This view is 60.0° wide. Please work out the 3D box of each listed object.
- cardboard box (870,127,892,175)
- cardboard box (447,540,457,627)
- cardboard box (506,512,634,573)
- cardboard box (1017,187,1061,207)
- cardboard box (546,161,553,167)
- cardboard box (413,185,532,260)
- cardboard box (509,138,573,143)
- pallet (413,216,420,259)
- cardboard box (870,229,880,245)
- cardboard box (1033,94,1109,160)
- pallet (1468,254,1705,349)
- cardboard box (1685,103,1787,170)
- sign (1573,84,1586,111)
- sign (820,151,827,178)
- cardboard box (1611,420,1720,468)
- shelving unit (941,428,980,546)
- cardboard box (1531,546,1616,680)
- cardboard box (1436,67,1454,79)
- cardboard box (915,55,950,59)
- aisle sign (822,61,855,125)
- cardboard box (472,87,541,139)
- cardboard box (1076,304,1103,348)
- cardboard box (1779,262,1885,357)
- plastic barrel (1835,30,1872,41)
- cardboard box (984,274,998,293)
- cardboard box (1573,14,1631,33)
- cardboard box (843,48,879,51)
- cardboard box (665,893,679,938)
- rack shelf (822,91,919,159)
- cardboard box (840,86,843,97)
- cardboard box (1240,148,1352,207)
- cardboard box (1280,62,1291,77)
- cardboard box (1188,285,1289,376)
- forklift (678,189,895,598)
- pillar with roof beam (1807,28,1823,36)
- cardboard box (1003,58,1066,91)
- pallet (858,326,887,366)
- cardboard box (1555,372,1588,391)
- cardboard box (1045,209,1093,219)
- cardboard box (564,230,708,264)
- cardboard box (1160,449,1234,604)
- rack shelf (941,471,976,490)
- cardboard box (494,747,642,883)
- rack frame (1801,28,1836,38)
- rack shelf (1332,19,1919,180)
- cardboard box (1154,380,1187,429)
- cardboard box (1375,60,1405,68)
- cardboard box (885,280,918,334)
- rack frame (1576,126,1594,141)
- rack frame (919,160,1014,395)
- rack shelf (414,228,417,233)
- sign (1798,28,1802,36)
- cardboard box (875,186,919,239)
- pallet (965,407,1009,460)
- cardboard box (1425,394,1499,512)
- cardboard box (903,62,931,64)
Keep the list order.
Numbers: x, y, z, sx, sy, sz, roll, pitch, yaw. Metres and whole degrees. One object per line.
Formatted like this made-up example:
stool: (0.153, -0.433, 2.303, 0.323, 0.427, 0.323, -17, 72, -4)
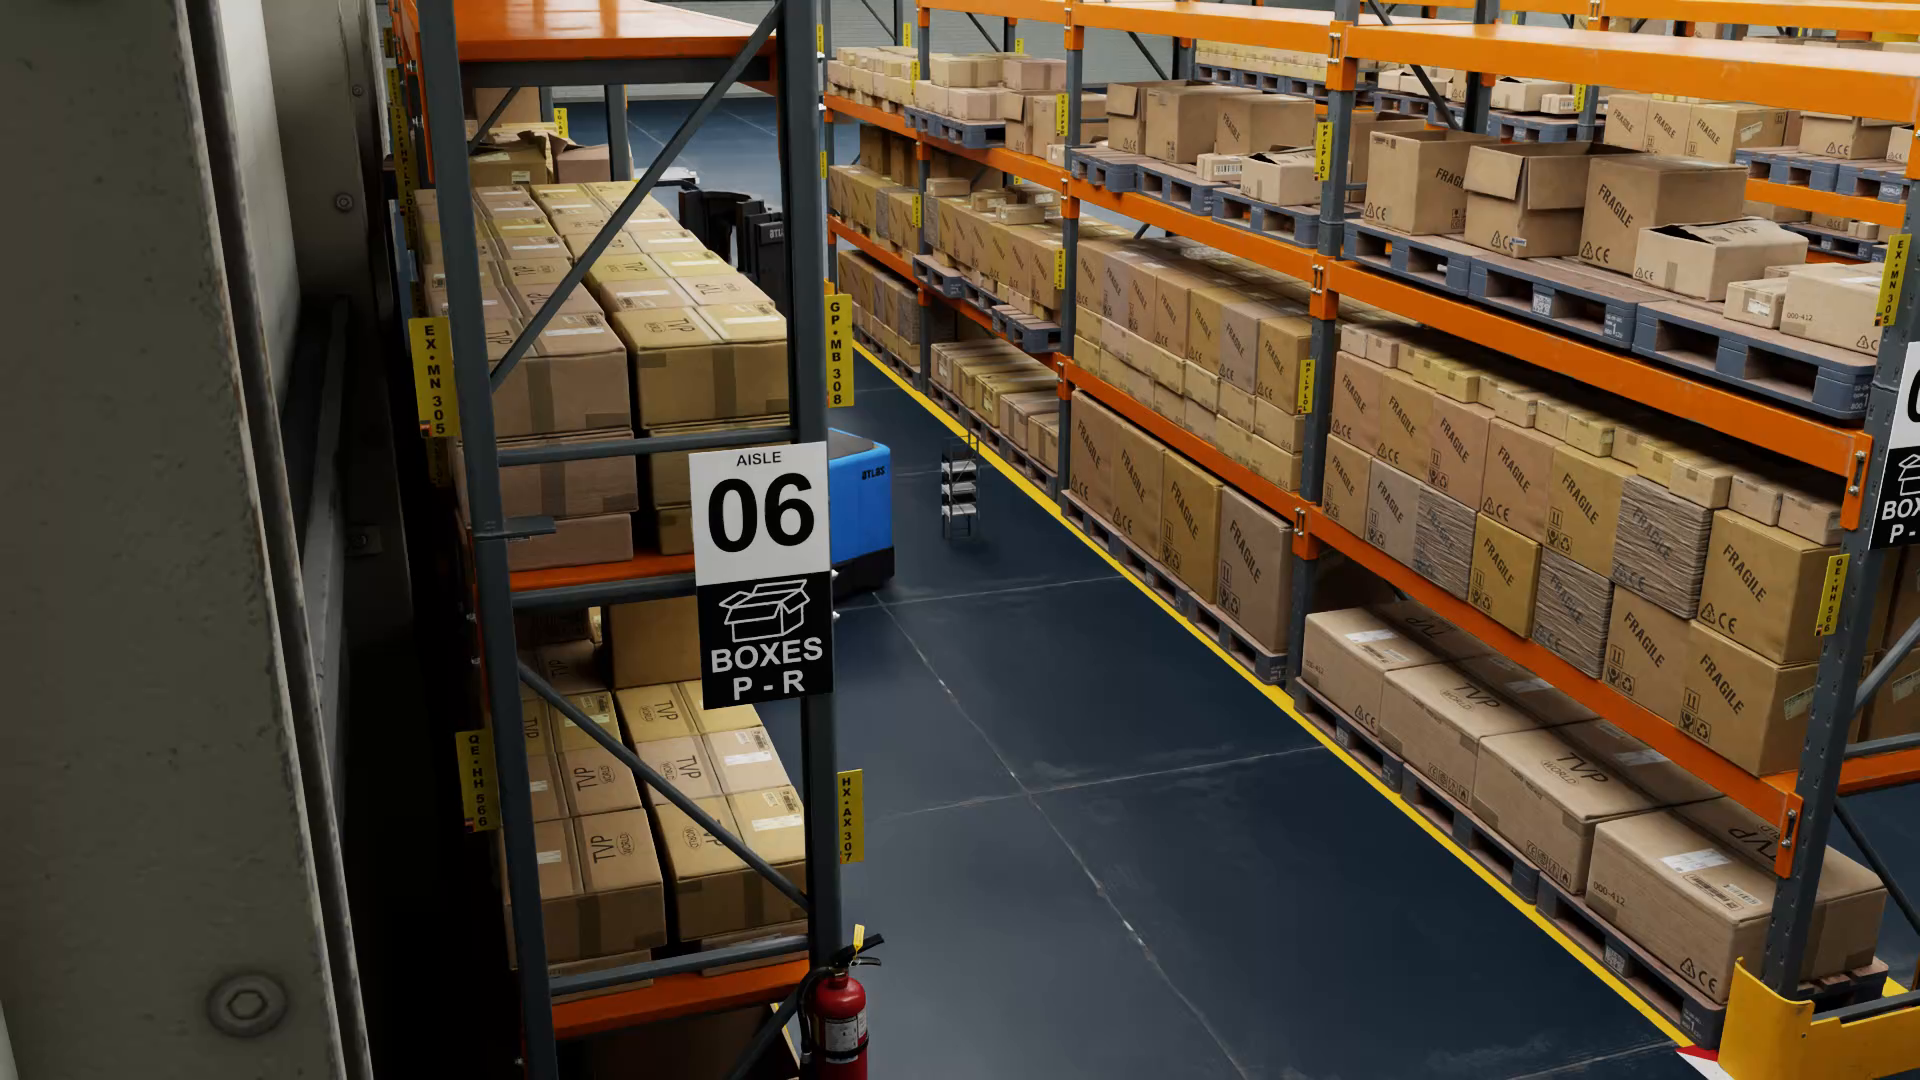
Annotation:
cardboard box: (-0.668, -4.674, 19.925, 0.700, 0.500, 0.500, -6, 21, -17)
cardboard box: (-3.216, 0.249, 11.364, 0.500, 0.500, 0.500, -5, 20, -14)
cardboard box: (-1.190, -0.029, 4.993, 0.380, 0.149, 0.250, -6, 21, -16)
cardboard box: (0.766, -3.297, 15.990, 0.380, 0.149, 0.250, -7, 21, -20)
cardboard box: (-2.237, -2.081, 9.498, 0.380, 0.149, 0.250, -6, 21, -16)
cardboard box: (-2.241, -1.468, 7.671, 0.500, 0.250, 0.500, -7, 21, -18)
cardboard box: (-2.669, -2.479, 10.634, 0.380, 0.149, 0.250, -7, 21, -18)
pallet: (-2.594, -1.813, 9.868, 1.213, 0.211, 1.003, -6, 21, -17)
cardboard box: (-0.811, -3.479, 19.036, 0.380, 0.149, 0.250, -6, 21, -17)
cardboard box: (1.038, -3.517, 14.185, 0.700, 0.500, 0.500, -6, 21, -17)
pallet: (3.211, -1.185, 7.971, 1.003, 0.211, 1.213, -6, 21, -17)
cardboard box: (6.247, -3.239, 13.411, 0.500, 0.500, 0.500, -6, 21, -17)
sign: (5.465, -3.947, 14.649, 0.100, 0.325, 0.005, -6, 21, -17)
sign: (-1.703, -4.670, 20.700, 0.100, 0.325, 0.005, -6, 21, -17)
cardboard box: (3.220, -0.432, 7.595, 0.380, 0.149, 0.250, -7, 21, -18)
shelving unit: (0.003, -0.421, 13.257, 0.258, 0.900, 0.210, -6, 21, -17)
cardboard box: (3.124, 0.314, 7.957, 0.500, 0.500, 0.500, -6, 21, -16)
cardboard box: (5.334, -4.808, 17.380, 0.500, 0.250, 0.500, -7, 21, -18)
cardboard box: (-0.287, -5.331, 18.576, 0.380, 0.149, 0.250, -6, 21, -16)
aisle sign: (-1.501, -5.531, 20.531, 0.394, 0.787, 0.004, -6, 21, -17)
cardboard box: (-3.381, -3.186, 12.495, 0.500, 0.500, 0.500, -6, 21, -17)
cardboard box: (1.252, -1.729, 13.274, 0.500, 0.250, 0.500, -7, 21, -18)
cardboard box: (3.614, -0.906, 6.518, 0.500, 0.250, 0.500, -8, 21, -22)
plastic barrel: (13.195, -7.568, 24.356, 0.600, 0.830, 0.708, -6, 21, -17)
cardboard box: (0.438, -2.401, 15.415, 0.380, 0.149, 0.250, -7, 21, -19)
cardboard box: (8.430, -6.702, 21.873, 0.500, 0.500, 0.500, -6, 21, -17)
cardboard box: (-1.175, -5.774, 19.809, 0.380, 0.149, 0.250, -6, 21, -17)
cardboard box: (-0.836, 1.250, 5.871, 0.380, 0.149, 0.250, -6, 21, -16)
rack shelf: (-0.559, -4.751, 18.835, 1.077, 0.370, 4.000, -6, 21, -17)
cardboard box: (-1.224, -5.398, 19.942, 0.380, 0.149, 0.250, -7, 21, -19)
cardboard box: (2.108, -2.297, 10.448, 0.500, 0.311, 0.500, -6, 21, -17)
cardboard box: (3.999, -5.542, 19.573, 0.380, 0.149, 0.250, -6, 21, -16)
cardboard box: (1.895, -1.434, 11.343, 0.500, 0.500, 0.500, -6, 21, -16)
forklift: (-1.922, -0.838, 11.415, 3.031, 2.935, 1.130, -17, 26, -39)
pillar with roof beam: (15.510, -13.036, 36.398, 9.100, 9.000, 0.400, -6, 21, -17)
cardboard box: (0.714, -4.313, 15.411, 0.500, 0.250, 0.500, -6, 21, -16)
pallet: (-0.562, -2.328, 19.586, 1.003, 0.211, 1.213, -6, 21, -17)
cardboard box: (3.325, -0.810, 8.648, 0.380, 0.149, 0.250, -7, 21, -18)
cardboard box: (0.911, -2.804, 15.577, 0.500, 0.500, 0.500, -7, 21, -19)
cardboard box: (-1.253, -1.030, 6.452, 0.500, 0.250, 0.500, -6, 21, -16)
cardboard box: (2.022, -0.146, 11.909, 0.875, 0.875, 0.875, -6, 21, -16)
rack shelf: (0.003, -0.474, 13.238, 0.258, 0.077, 0.200, -6, 21, -17)
cardboard box: (-1.427, 0.988, 6.009, 0.500, 0.250, 0.500, -6, 21, -17)
rack frame: (12.922, -8.723, 24.389, 1.000, 3.000, 0.127, -6, 21, -17)
rack shelf: (3.213, -2.124, 7.674, 1.077, 0.370, 4.000, -6, 21, -17)
cardboard box: (1.738, -1.009, 12.009, 0.500, 0.250, 0.500, -6, 21, -17)
cardboard box: (4.849, -5.507, 18.888, 0.500, 0.250, 0.500, -6, 21, -17)
cardboard box: (-0.533, -2.617, 18.603, 0.500, 0.500, 0.500, -6, 21, -16)
rack frame: (5.994, -2.311, 15.414, 1.000, 3.000, 0.127, -6, 21, -17)
rack frame: (0.070, -3.037, 17.433, 1.000, 3.000, 0.127, -6, 21, -17)
rack shelf: (-2.756, -1.656, 10.215, 1.077, 0.370, 4.000, -6, 21, -17)
sign: (10.003, -5.990, 19.871, 0.100, 0.325, 0.005, -6, 21, -17)
cardboard box: (-0.642, -3.670, 18.609, 0.500, 0.500, 0.500, -6, 21, -16)
pallet: (0.703, -1.082, 16.118, 1.003, 0.211, 1.213, -6, 21, -17)
cardboard box: (2.807, -0.480, 8.688, 0.500, 0.500, 0.500, -6, 21, -16)
cardboard box: (-0.389, -4.952, 17.521, 0.380, 0.149, 0.250, -6, 21, -16)
